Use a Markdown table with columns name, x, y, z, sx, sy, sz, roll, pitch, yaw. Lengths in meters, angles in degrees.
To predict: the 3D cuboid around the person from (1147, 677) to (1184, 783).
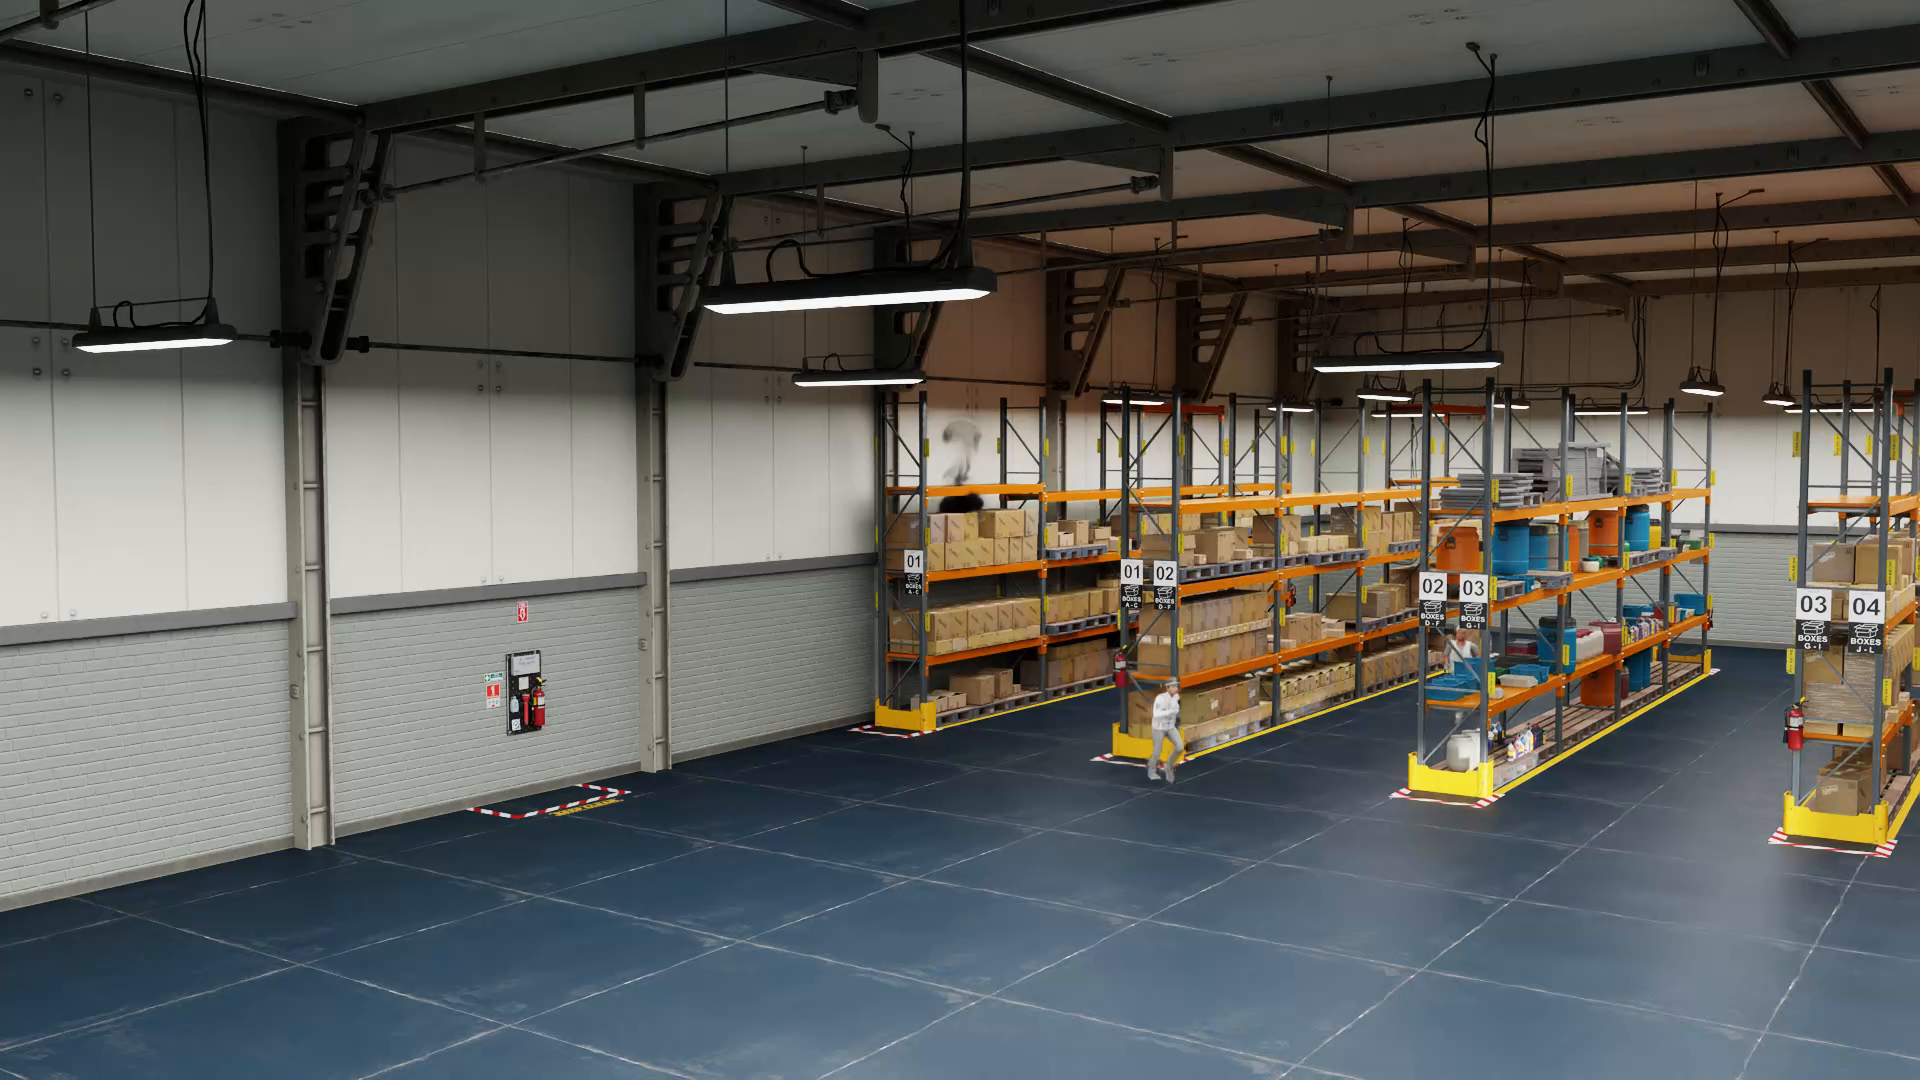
| name | x | y | z | sx | sy | sz | roll | pitch | yaw |
| --- | --- | --- | --- | --- | --- | --- | --- | --- | --- |
| person | 3.044 | 2.799 | 24.621 | 0.593 | 1.608 | 0.849 | -2 | 4 | -26 |

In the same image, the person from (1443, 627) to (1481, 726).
| name | x | y | z | sx | sy | sz | roll | pitch | yaw |
| --- | --- | --- | --- | --- | --- | --- | --- | --- | --- |
| person | 9.116 | 2.446 | 30.255 | 0.658 | 1.771 | 0.863 | 1 | 3 | 23 |
